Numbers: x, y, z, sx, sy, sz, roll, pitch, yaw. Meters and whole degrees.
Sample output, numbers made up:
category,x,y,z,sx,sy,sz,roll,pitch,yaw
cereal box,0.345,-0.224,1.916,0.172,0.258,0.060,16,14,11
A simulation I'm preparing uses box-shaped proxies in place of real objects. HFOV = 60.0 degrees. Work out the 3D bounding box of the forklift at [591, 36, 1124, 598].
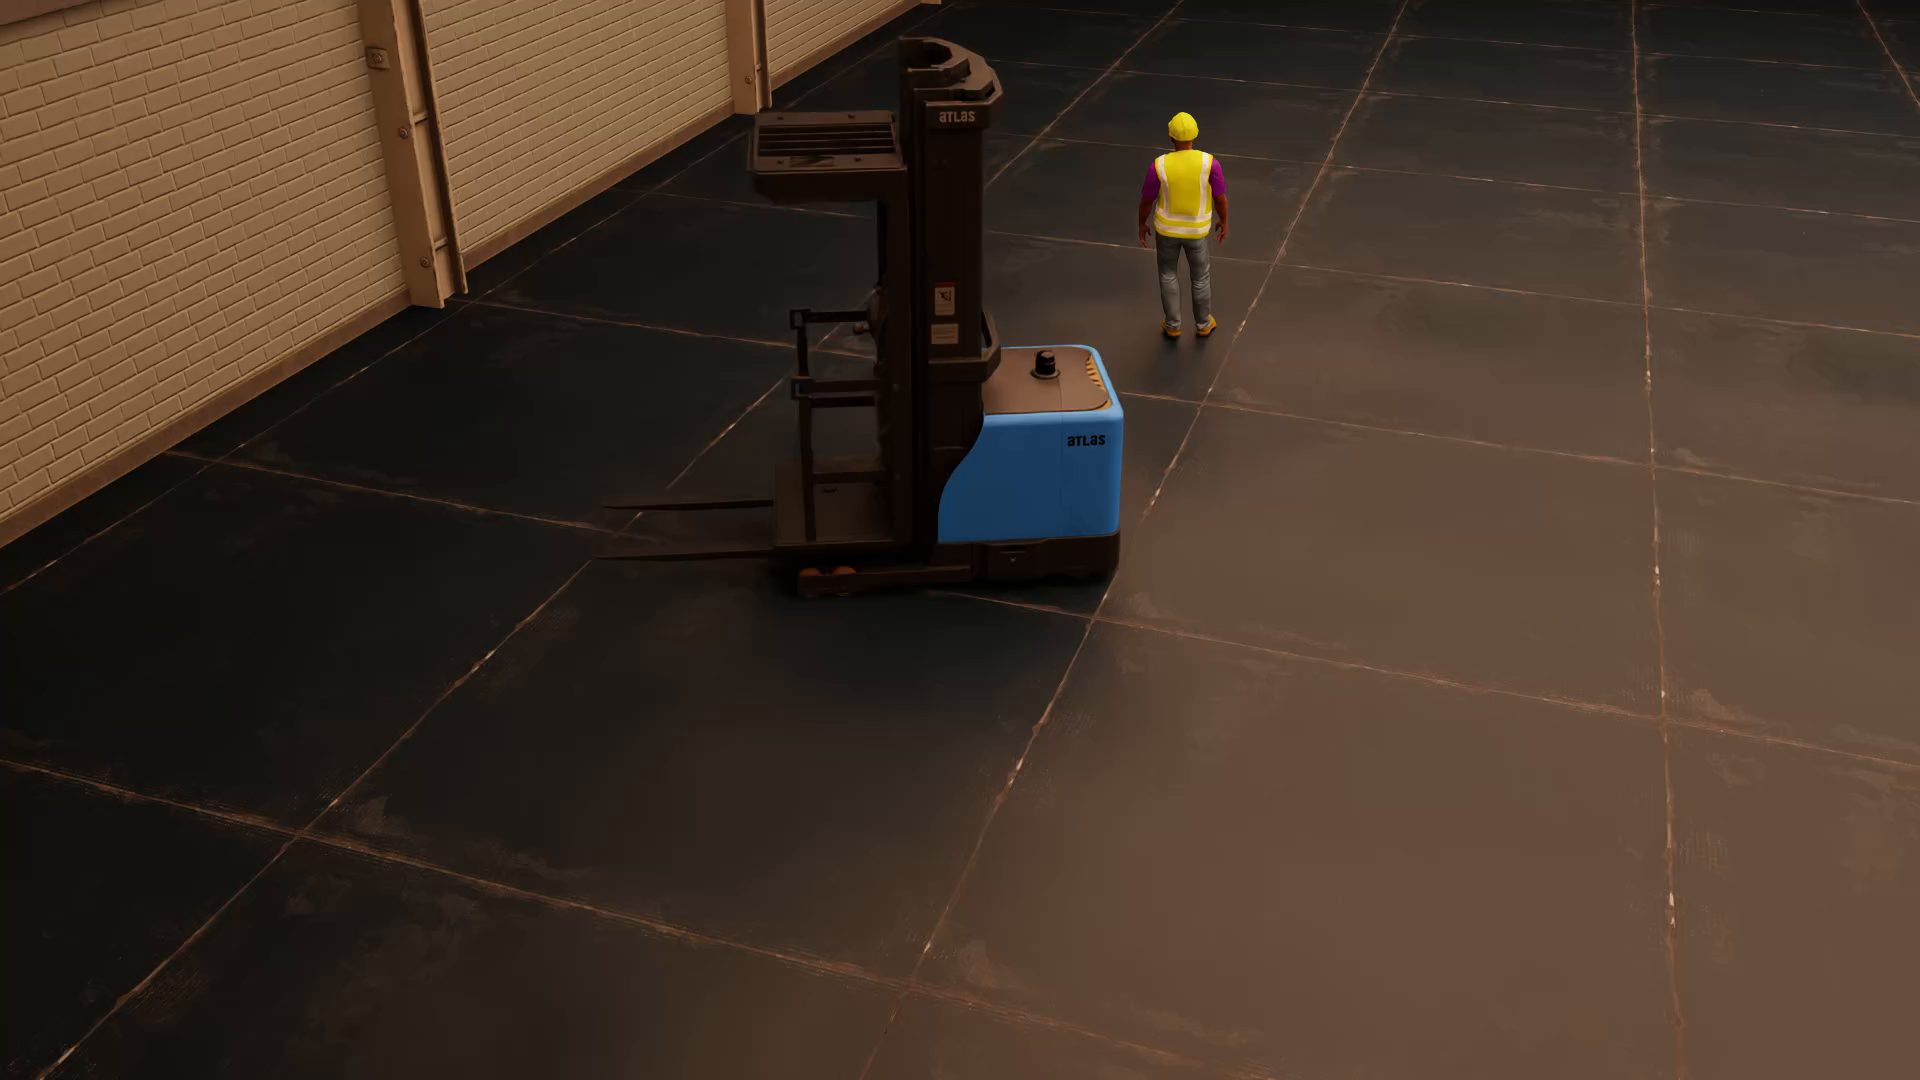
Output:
category,x,y,z,sx,sy,sz,roll,pitch,yaw
forklift,-0.625,-1.218,9.272,3.031,2.935,1.130,-3,30,-5

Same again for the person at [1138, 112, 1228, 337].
category,x,y,z,sx,sy,sz,roll,pitch,yaw
person,1.664,-2.354,12.430,0.665,1.762,0.590,3,30,5
